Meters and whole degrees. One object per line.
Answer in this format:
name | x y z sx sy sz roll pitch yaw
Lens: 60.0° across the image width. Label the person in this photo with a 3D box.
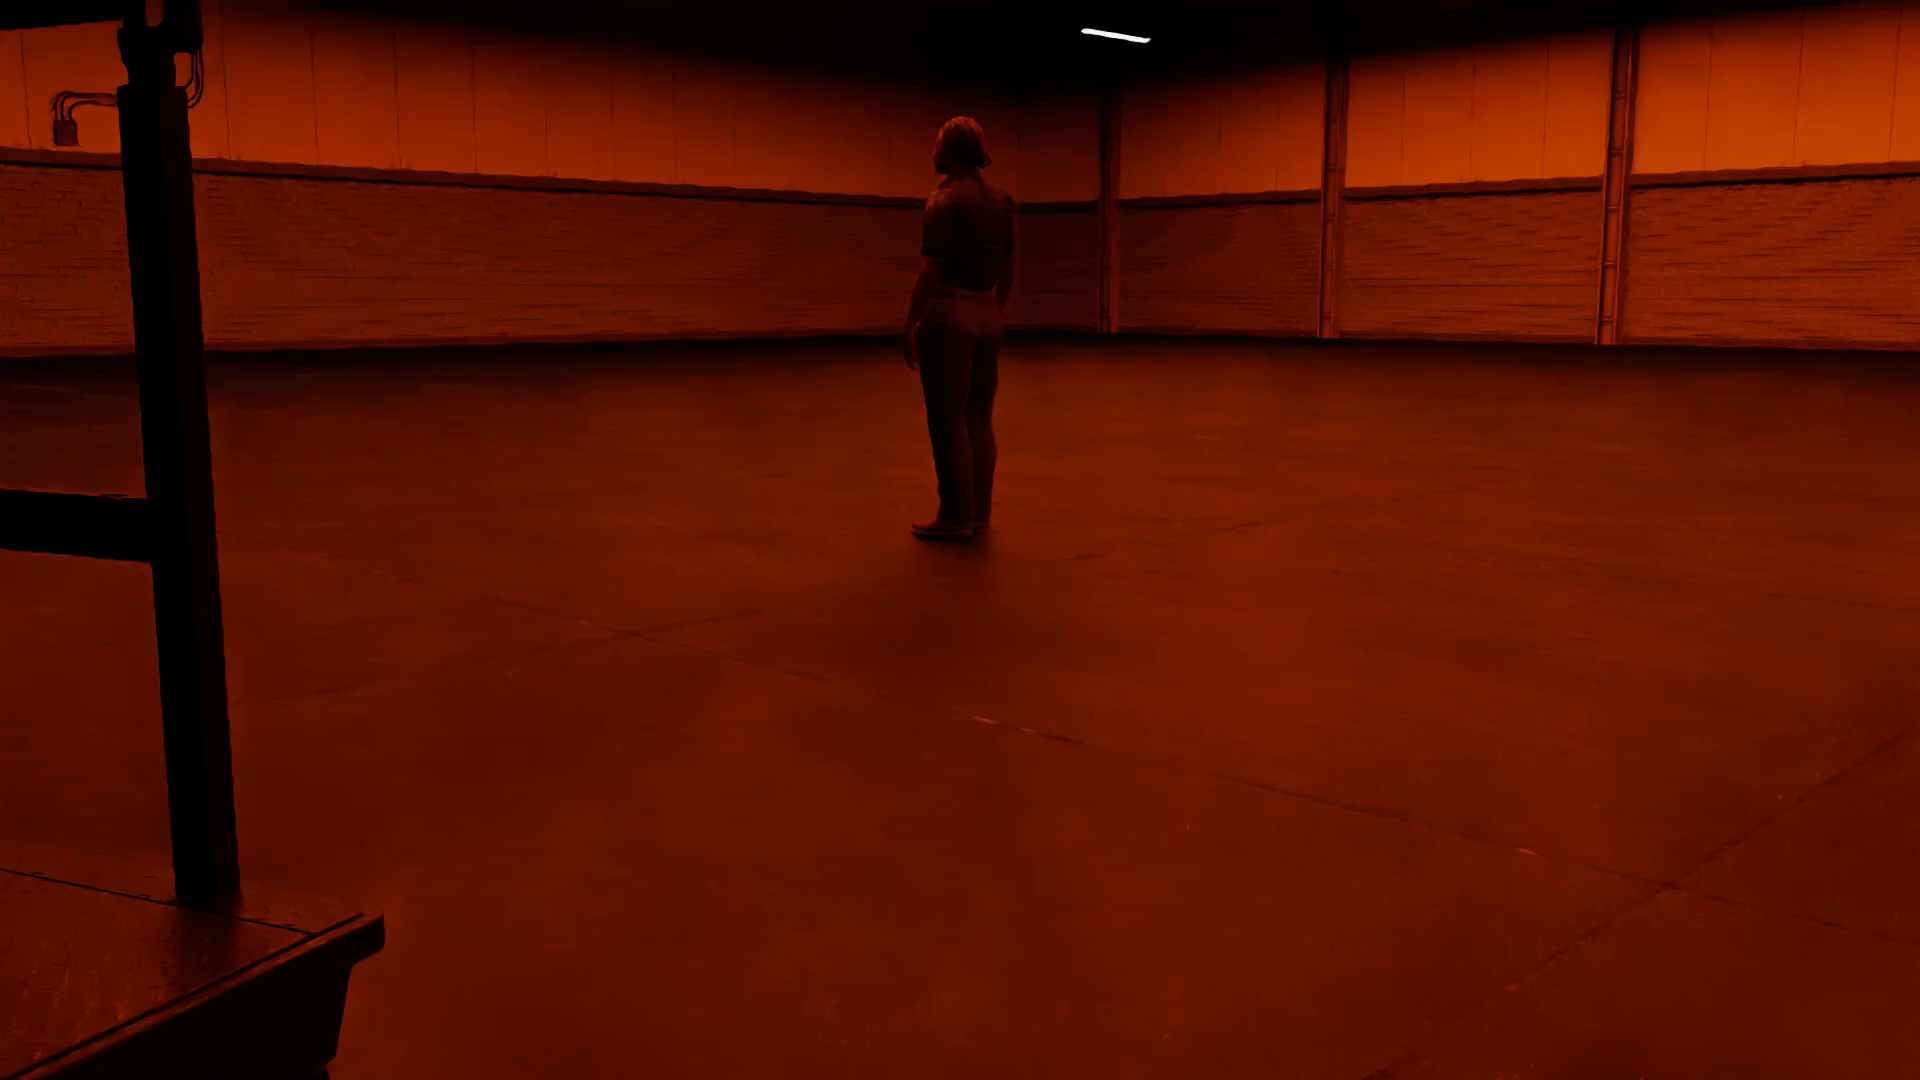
person | -0.050 -0.836 6.667 0.503 1.654 0.570 8 12 43
